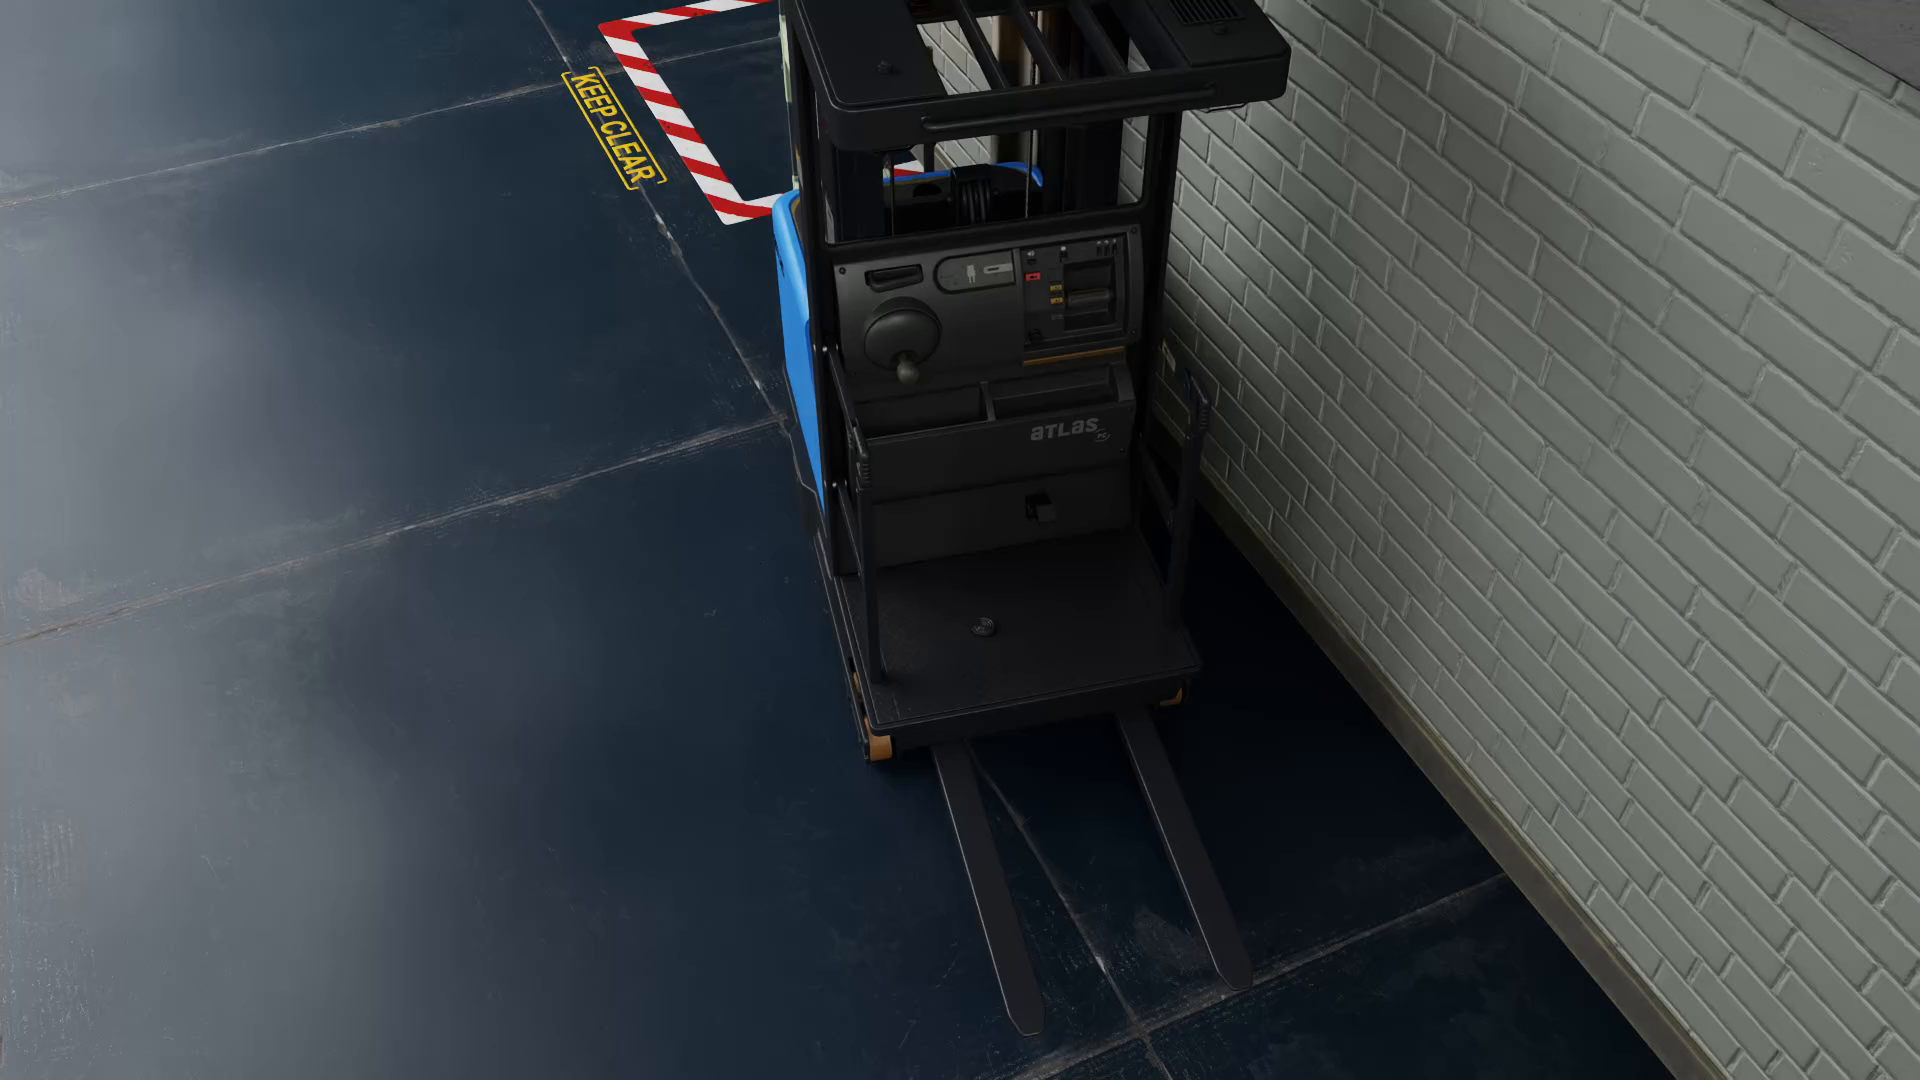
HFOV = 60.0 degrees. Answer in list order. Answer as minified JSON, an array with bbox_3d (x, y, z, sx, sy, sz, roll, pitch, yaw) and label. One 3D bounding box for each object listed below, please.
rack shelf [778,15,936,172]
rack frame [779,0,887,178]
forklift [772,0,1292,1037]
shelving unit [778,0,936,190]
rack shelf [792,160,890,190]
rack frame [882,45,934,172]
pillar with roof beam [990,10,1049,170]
[{"bbox_3d":[-0.397,-1.696,6.345,0.431,0.370,0.720,-12,46,-12],"label":"rack shelf"},{"bbox_3d":[-0.503,-1.664,6.868,0.400,1.500,0.023,-12,46,-12],"label":"rack frame"},{"bbox_3d":[0.146,-0.613,4.784,1.130,2.935,3.031,-10,45,-10],"label":"forklift"},{"bbox_3d":[-0.397,-1.418,6.619,0.431,1.500,0.755,-12,46,-12],"label":"shelving unit"},{"bbox_3d":[-0.397,-1.186,6.848,0.431,0.370,0.720,-12,46,-12],"label":"rack shelf"},{"bbox_3d":[-0.292,-1.172,6.370,0.400,1.500,0.023,-12,46,-12],"label":"rack frame"},{"bbox_3d":[-3.567,-2.769,2.649,9.100,9.000,0.400,-18,47,-17],"label":"pillar with roof beam"}]
